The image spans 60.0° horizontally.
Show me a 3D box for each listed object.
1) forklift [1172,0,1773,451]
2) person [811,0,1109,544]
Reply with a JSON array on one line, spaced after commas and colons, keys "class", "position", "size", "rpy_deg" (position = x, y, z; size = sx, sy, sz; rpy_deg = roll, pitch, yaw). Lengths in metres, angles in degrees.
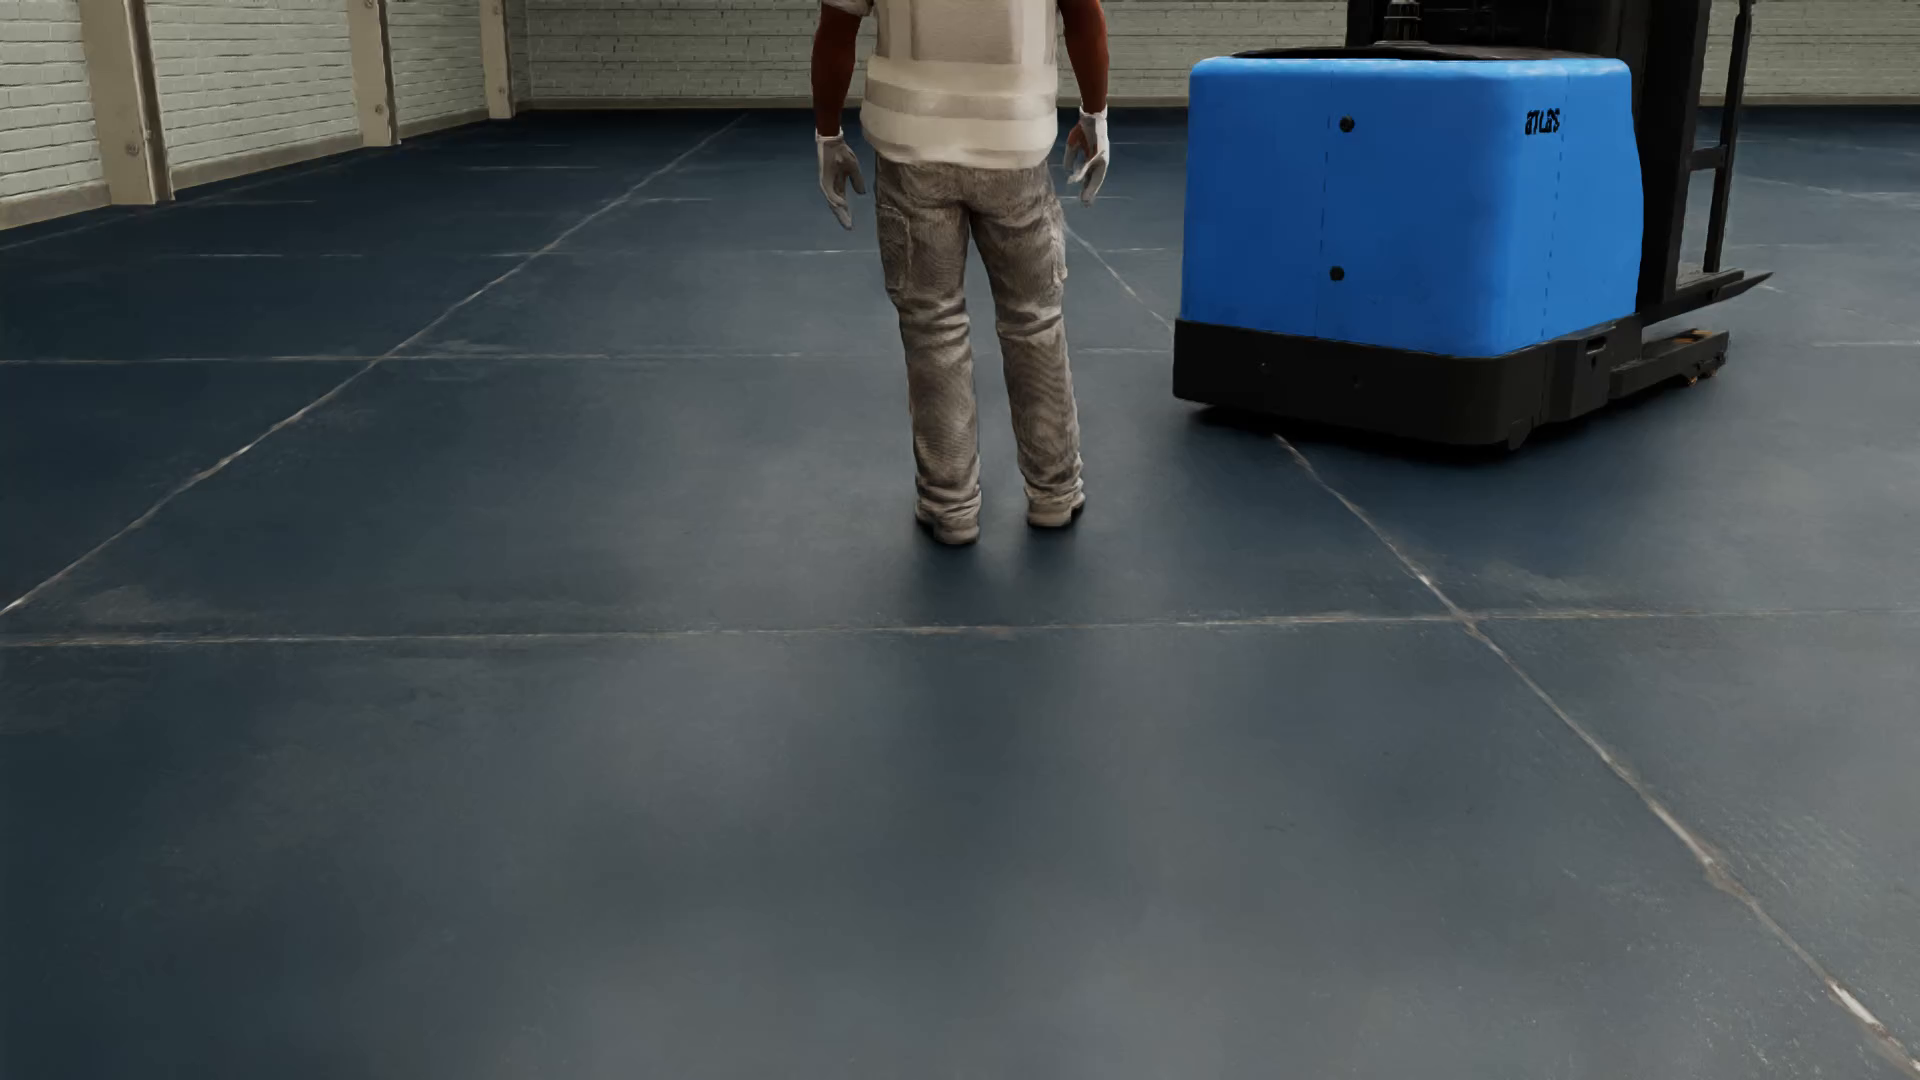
[{"class": "forklift", "position": [2.014, -2.008, 5.470], "size": [1.130, 2.935, 3.031], "rpy_deg": [15, 22, 40]}, {"class": "person", "position": [0.004, -0.881, 3.724], "size": [0.655, 1.782, 0.576], "rpy_deg": [-1, 17, -3]}]
